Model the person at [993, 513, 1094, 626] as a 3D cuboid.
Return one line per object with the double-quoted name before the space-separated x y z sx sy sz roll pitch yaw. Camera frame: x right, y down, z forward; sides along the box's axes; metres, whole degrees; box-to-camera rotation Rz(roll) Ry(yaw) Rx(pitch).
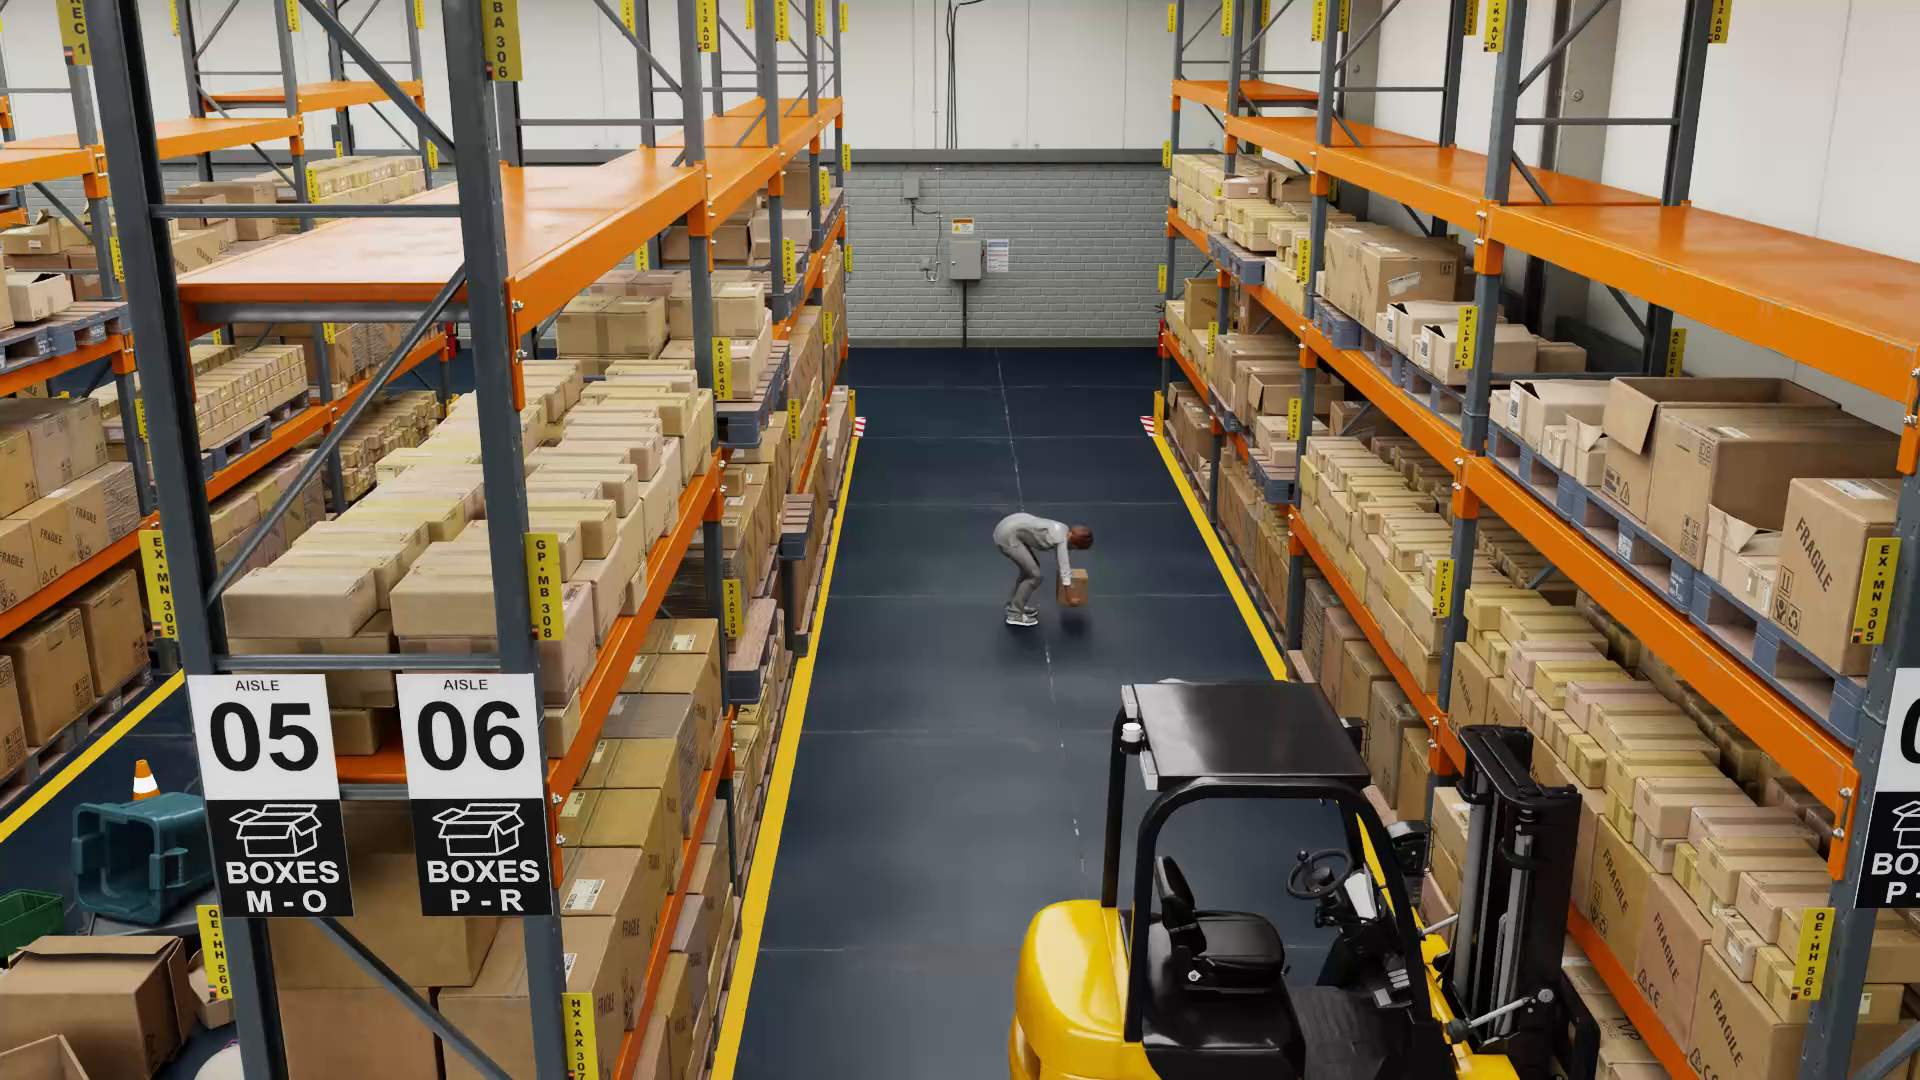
"person" 0.716 0.240 14.355 0.868 0.959 0.408 -1 17 -3
